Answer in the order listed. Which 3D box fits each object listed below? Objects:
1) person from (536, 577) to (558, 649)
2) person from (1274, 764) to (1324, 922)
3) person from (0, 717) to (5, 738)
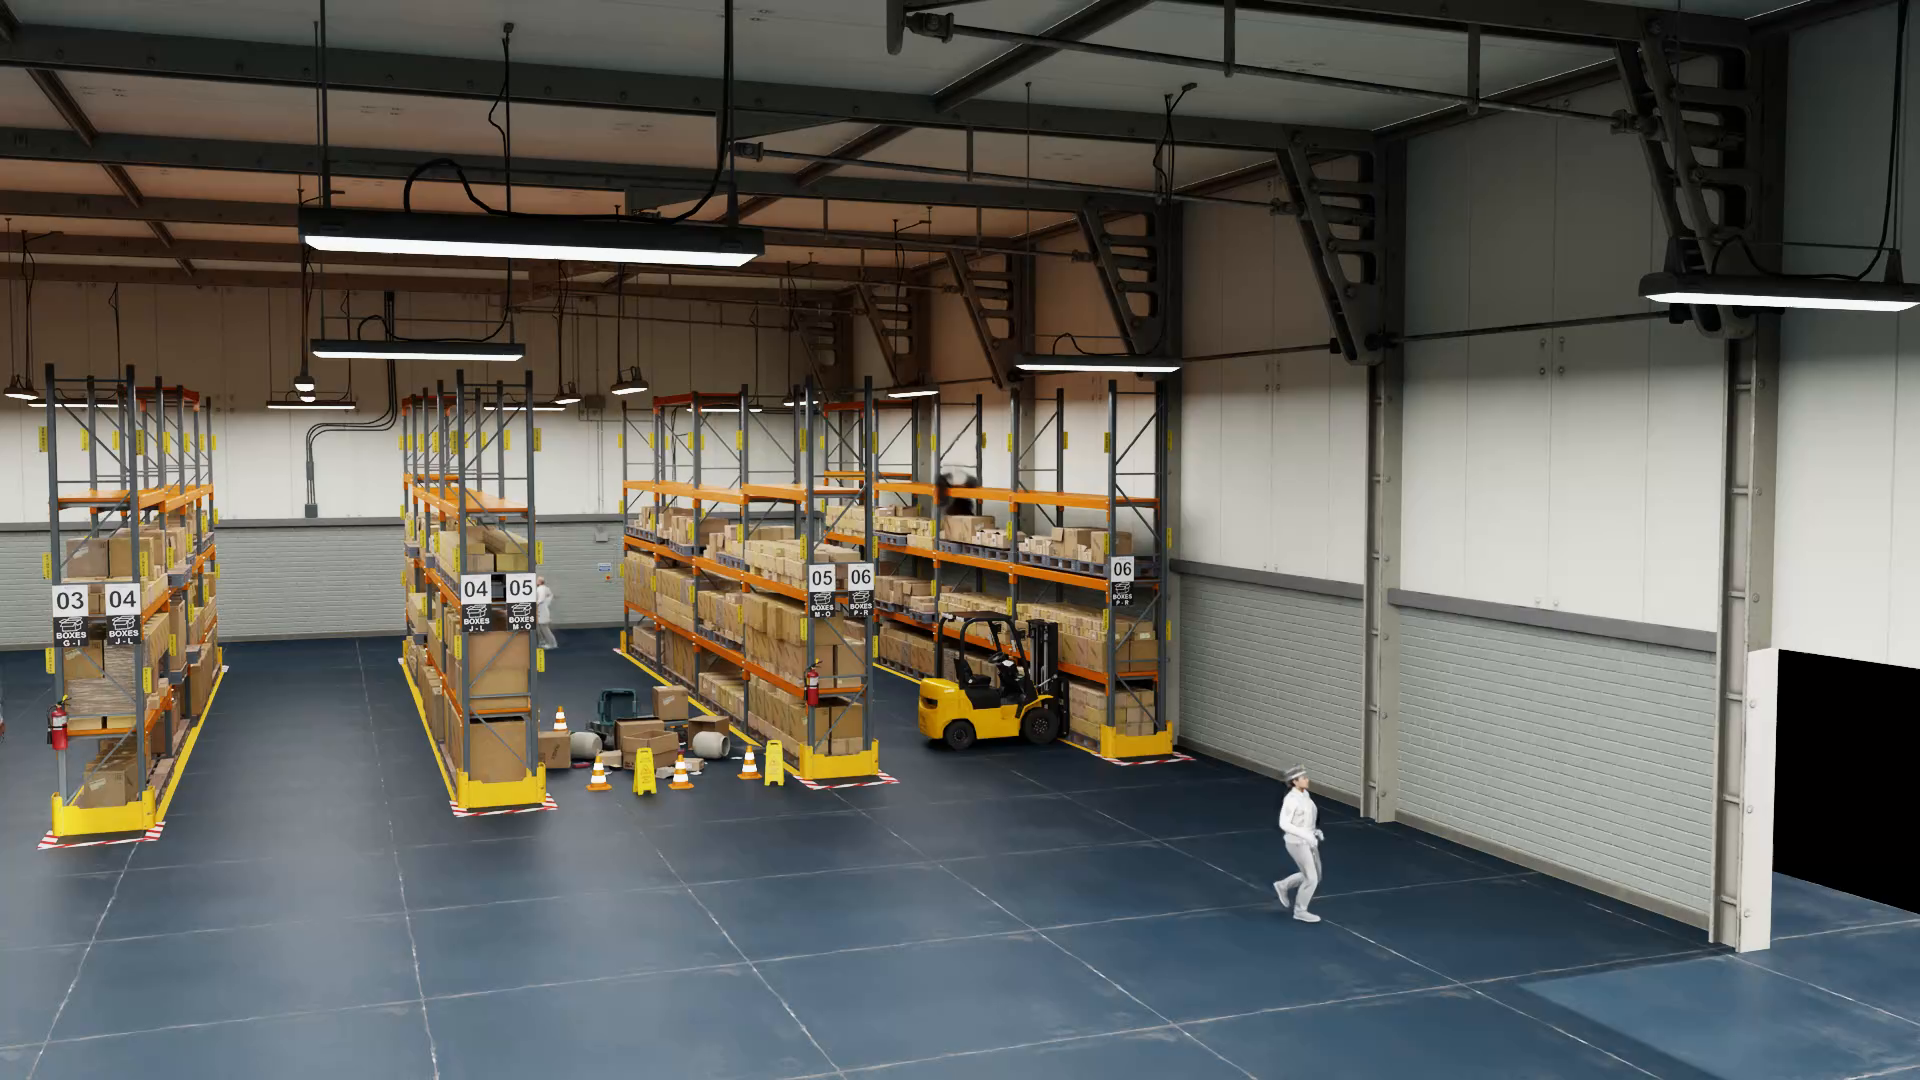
[{"bbox_3d":[-10.121,1.789,40.140,0.784,1.818,0.670,-1,4,-18],"label":"person"},{"bbox_3d":[3.539,3.159,17.425,0.578,1.641,0.613,2,4,33],"label":"person"},{"bbox_3d":[-13.103,2.861,22.296,0.558,1.728,0.667,-2,4,-33],"label":"person"}]
